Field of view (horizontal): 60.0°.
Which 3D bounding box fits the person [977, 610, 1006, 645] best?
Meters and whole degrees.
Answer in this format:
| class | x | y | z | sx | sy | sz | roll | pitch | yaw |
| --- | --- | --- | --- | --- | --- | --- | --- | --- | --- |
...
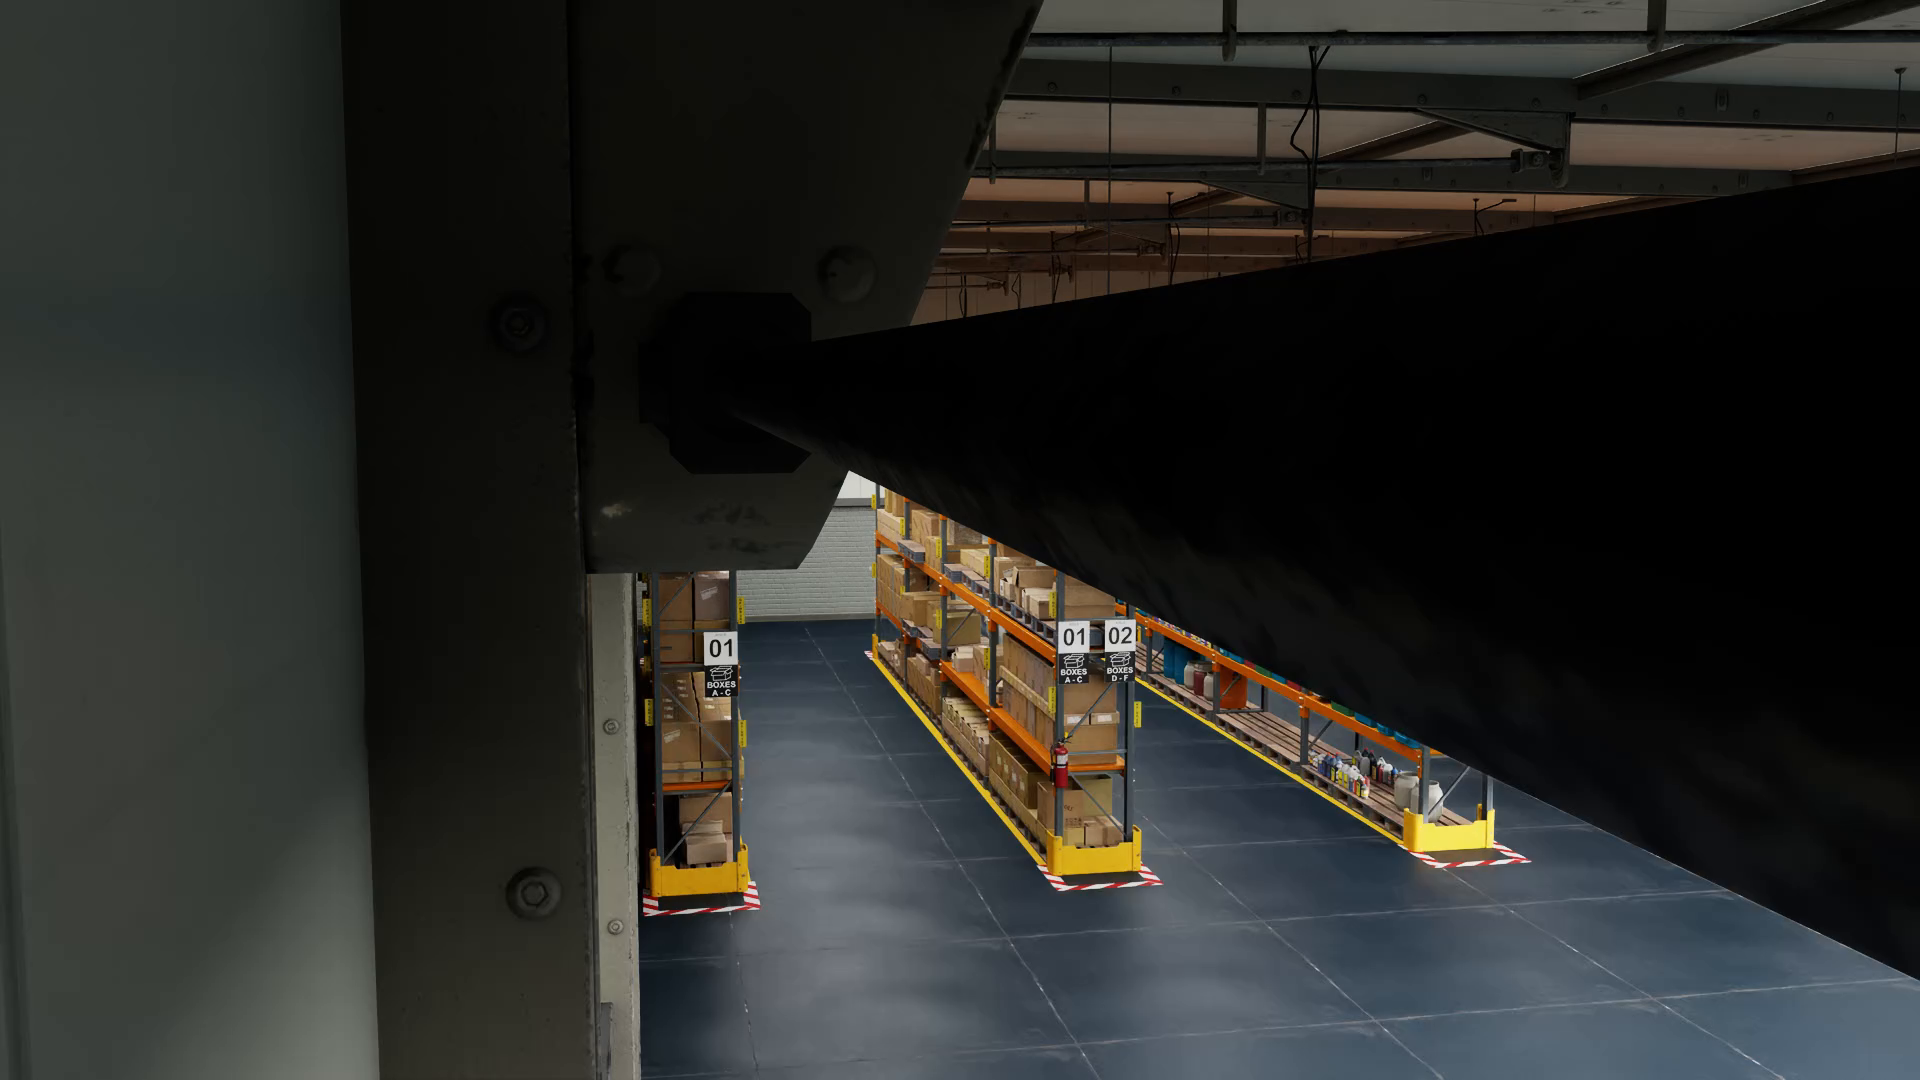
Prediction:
| class | x | y | z | sx | sy | sz | roll | pitch | yaw |
| --- | --- | --- | --- | --- | --- | --- | --- | --- | --- |
| person | 0.714 | 1.800 | 35.909 | 0.698 | 1.738 | 0.700 | -2 | 6 | -18 |
